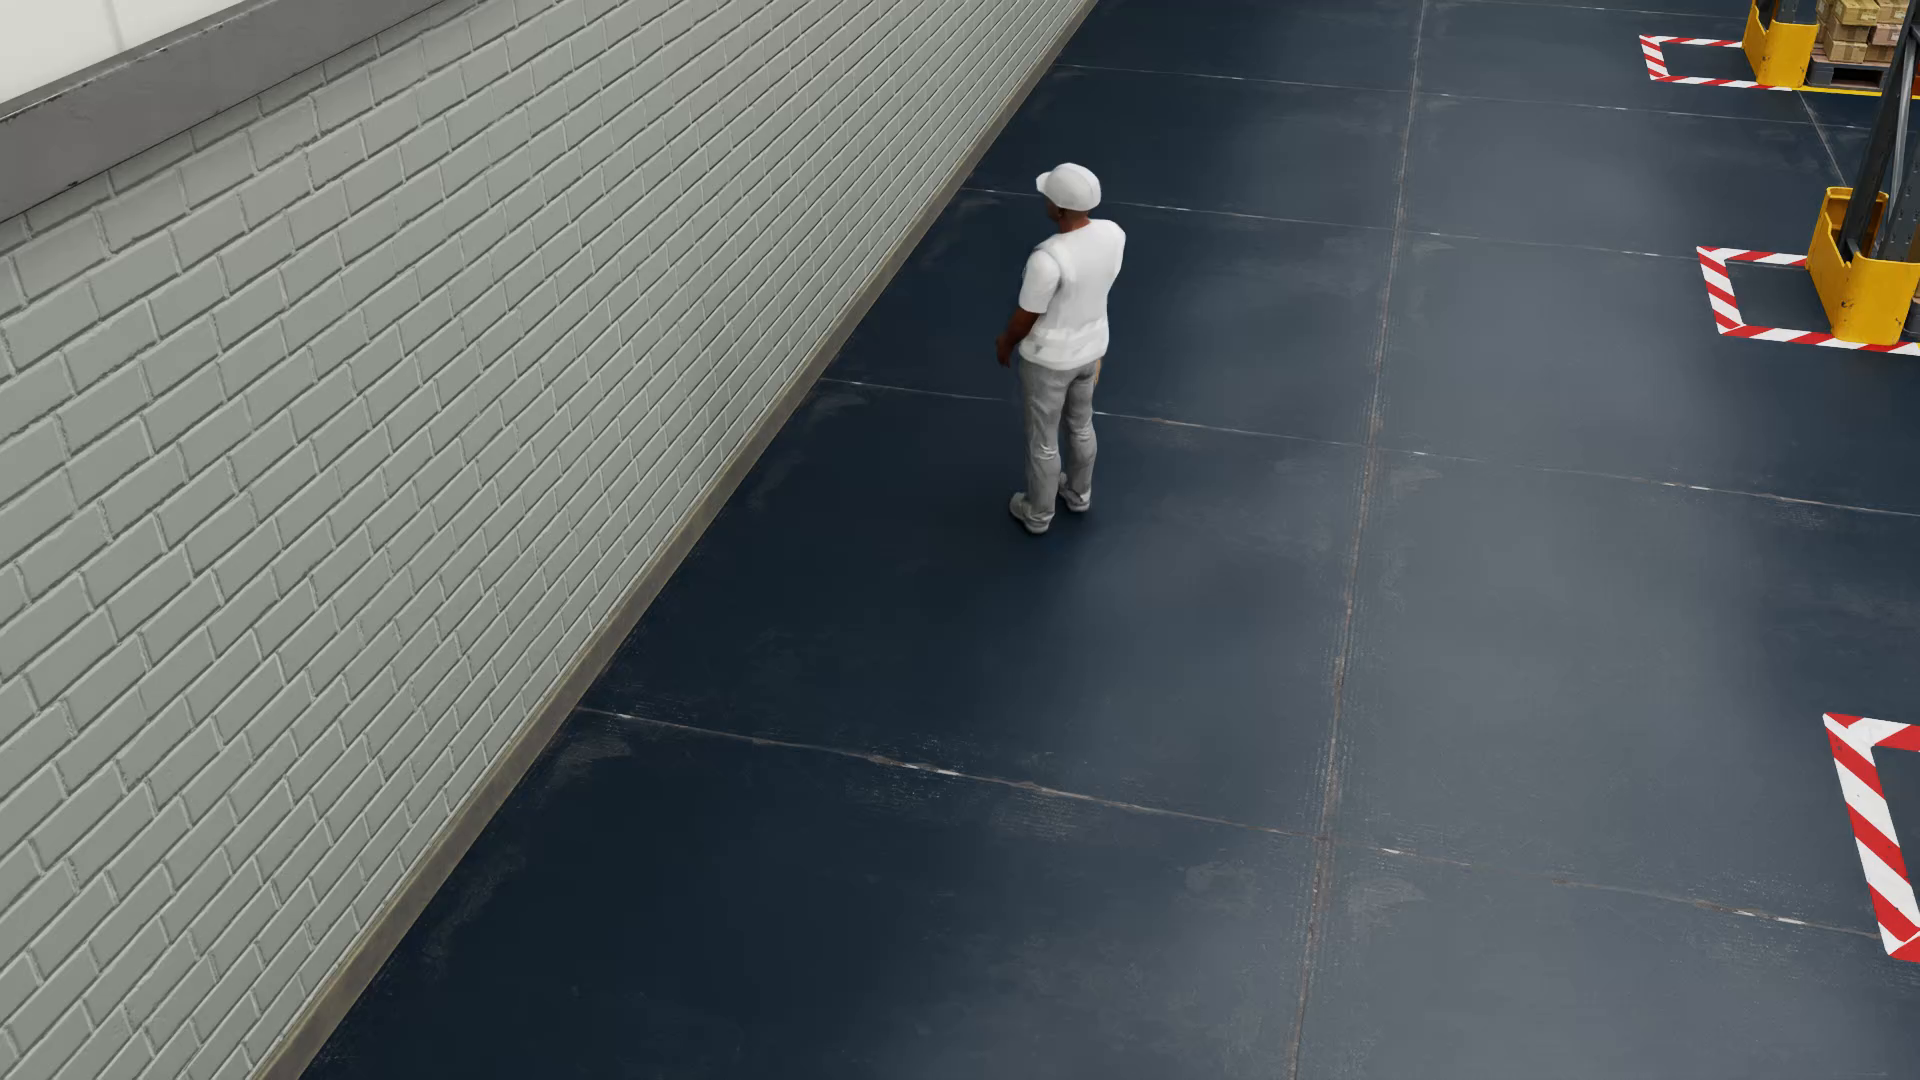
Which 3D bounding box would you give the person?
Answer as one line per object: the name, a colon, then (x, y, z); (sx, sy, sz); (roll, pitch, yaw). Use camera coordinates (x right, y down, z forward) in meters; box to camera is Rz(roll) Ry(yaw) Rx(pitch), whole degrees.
person: (0.436, -0.861, 7.430); (0.603, 1.777, 0.476); (-28, 42, -36)
